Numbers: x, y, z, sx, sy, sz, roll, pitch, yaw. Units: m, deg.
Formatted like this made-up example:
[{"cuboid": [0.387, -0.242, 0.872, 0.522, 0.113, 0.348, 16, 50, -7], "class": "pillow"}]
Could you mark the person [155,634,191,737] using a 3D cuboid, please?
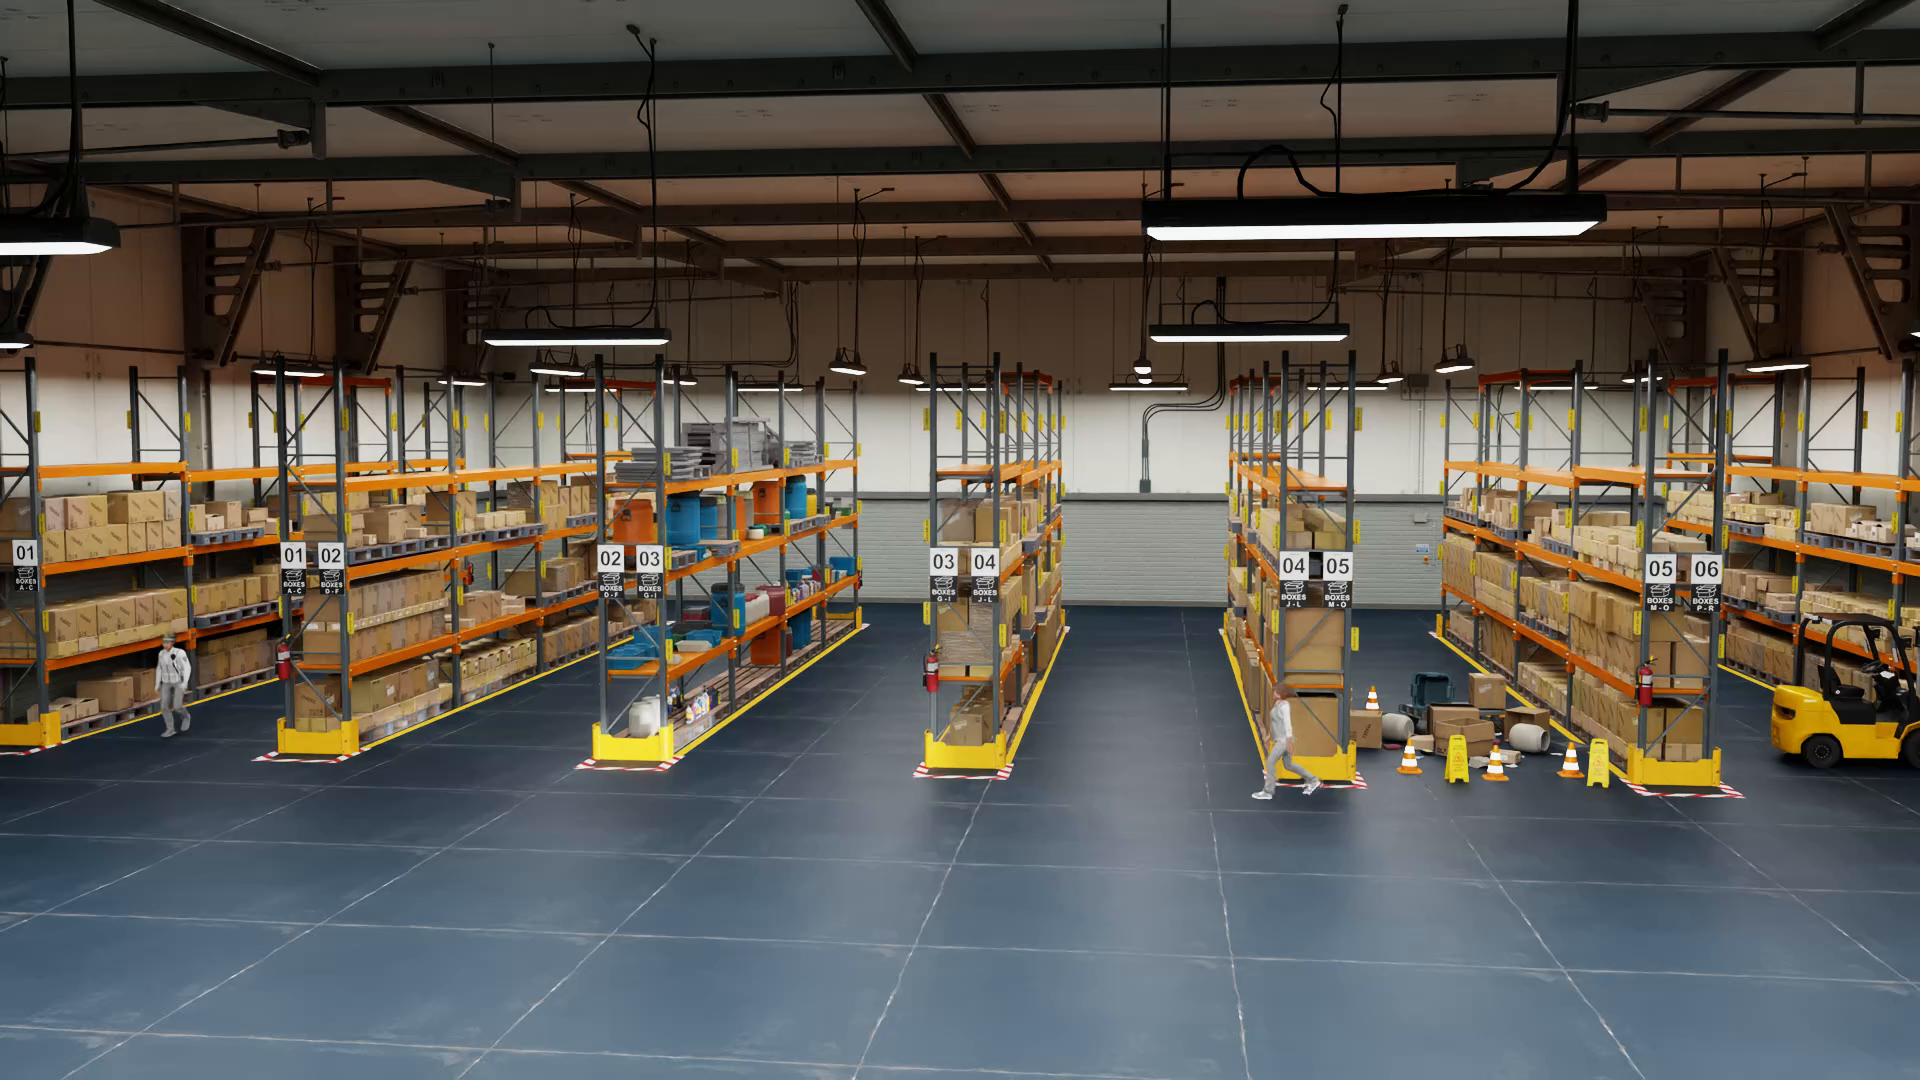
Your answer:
[{"cuboid": [-12.594, 2.301, 26.680, 0.583, 1.660, 0.550, 1, 4, 8], "class": "person"}]

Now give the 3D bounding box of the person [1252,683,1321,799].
[{"cuboid": [4.330, 2.656, 21.993, 0.922, 1.545, 0.430, 0, 4, -3], "class": "person"}]
